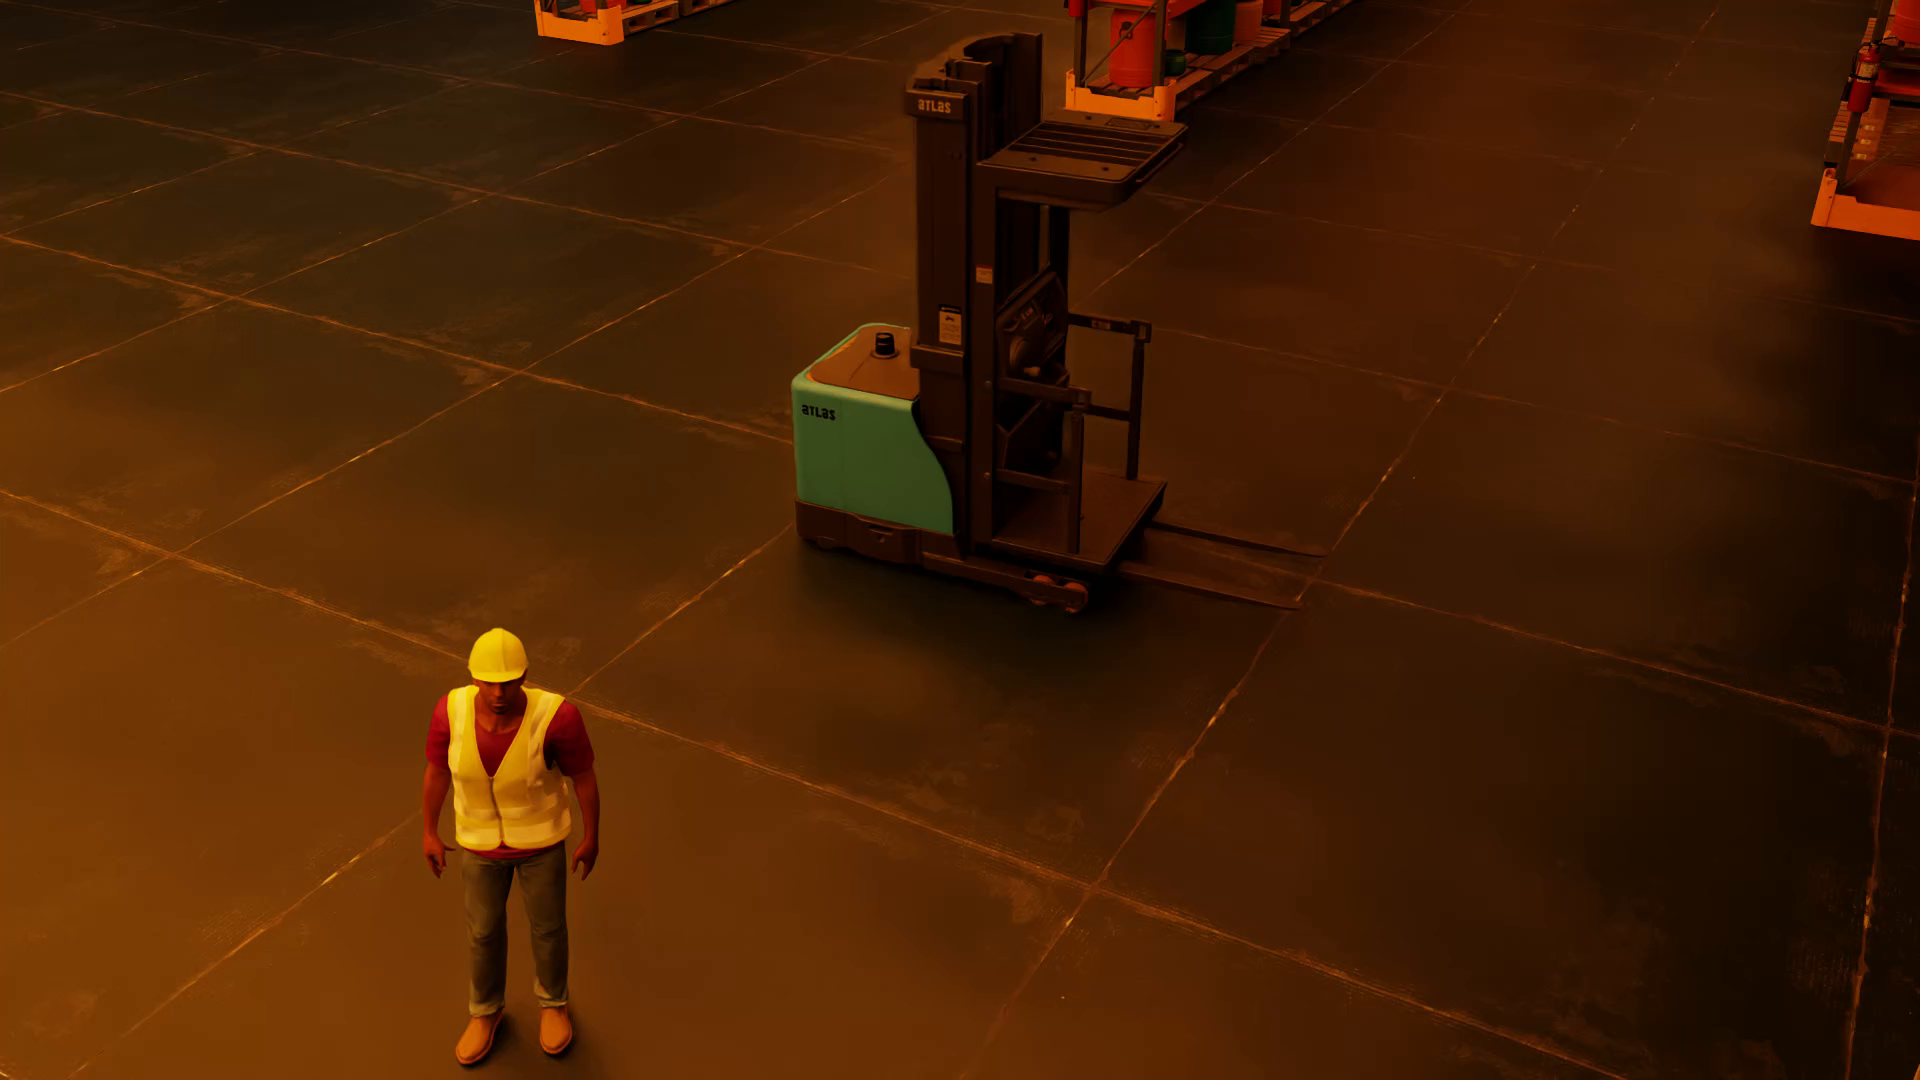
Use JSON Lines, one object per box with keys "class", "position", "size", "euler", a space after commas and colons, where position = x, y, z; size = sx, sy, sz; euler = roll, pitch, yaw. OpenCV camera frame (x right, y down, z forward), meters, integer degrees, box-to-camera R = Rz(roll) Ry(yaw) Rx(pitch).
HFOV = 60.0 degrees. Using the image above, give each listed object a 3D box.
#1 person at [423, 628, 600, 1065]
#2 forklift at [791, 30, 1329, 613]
{"class": "person", "position": [-1.688, 1.153, 6.236], "size": [0.663, 1.773, 0.536], "euler": [0, 30, -1]}
{"class": "forklift", "position": [0.581, -1.167, 9.092], "size": [3.031, 2.935, 1.130], "euler": [13, 32, 21]}
